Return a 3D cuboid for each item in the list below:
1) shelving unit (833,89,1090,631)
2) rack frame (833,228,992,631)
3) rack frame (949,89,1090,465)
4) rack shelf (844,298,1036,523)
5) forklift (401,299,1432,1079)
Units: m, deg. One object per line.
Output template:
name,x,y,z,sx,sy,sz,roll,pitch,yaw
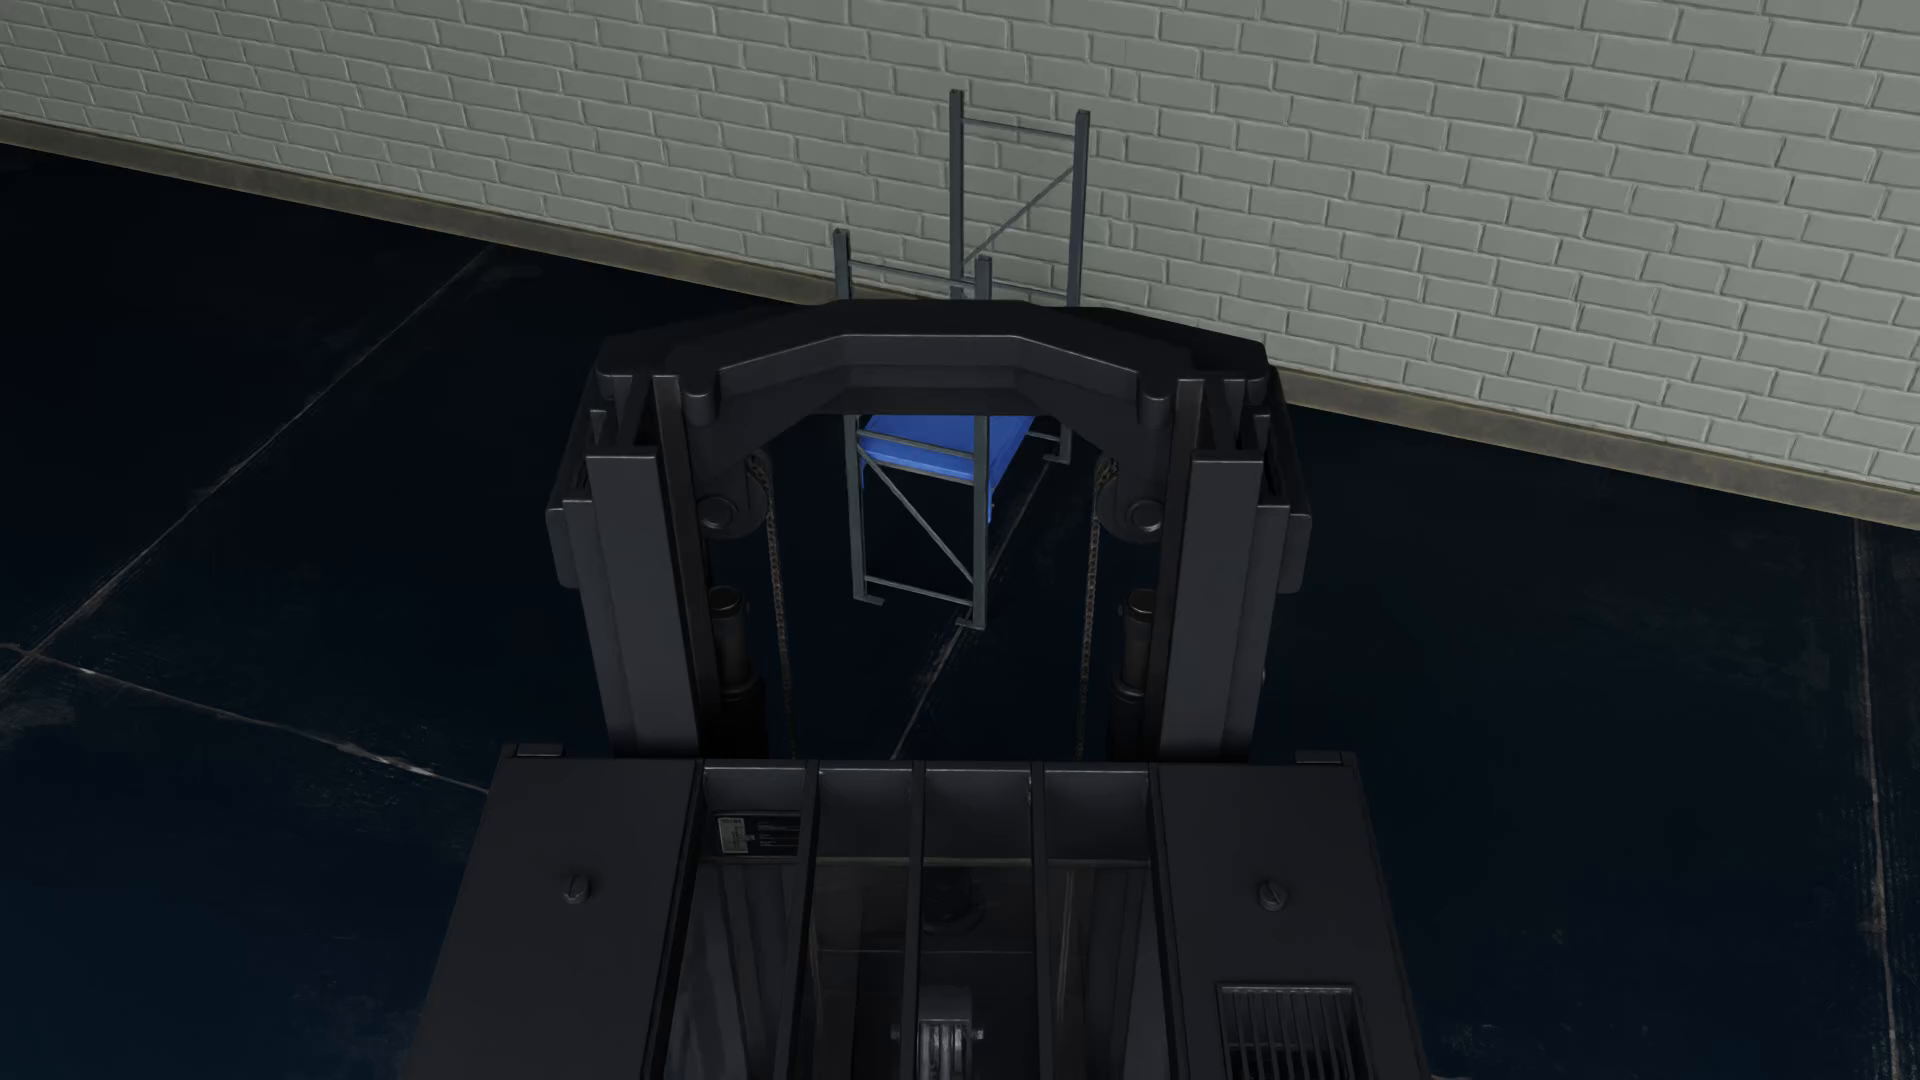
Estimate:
shelving unit,0.029,-0.623,5.824,0.538,1.500,1.048,13,42,15
rack frame,-0.145,-0.313,5.461,0.500,1.500,0.032,13,42,15
rack frame,0.203,-0.933,6.188,0.500,1.500,0.032,13,42,15
rack shelf,0.029,-0.486,5.941,0.538,0.185,1.000,13,42,15
forklift,-0.044,1.241,2.537,1.130,2.935,3.031,0,40,1
